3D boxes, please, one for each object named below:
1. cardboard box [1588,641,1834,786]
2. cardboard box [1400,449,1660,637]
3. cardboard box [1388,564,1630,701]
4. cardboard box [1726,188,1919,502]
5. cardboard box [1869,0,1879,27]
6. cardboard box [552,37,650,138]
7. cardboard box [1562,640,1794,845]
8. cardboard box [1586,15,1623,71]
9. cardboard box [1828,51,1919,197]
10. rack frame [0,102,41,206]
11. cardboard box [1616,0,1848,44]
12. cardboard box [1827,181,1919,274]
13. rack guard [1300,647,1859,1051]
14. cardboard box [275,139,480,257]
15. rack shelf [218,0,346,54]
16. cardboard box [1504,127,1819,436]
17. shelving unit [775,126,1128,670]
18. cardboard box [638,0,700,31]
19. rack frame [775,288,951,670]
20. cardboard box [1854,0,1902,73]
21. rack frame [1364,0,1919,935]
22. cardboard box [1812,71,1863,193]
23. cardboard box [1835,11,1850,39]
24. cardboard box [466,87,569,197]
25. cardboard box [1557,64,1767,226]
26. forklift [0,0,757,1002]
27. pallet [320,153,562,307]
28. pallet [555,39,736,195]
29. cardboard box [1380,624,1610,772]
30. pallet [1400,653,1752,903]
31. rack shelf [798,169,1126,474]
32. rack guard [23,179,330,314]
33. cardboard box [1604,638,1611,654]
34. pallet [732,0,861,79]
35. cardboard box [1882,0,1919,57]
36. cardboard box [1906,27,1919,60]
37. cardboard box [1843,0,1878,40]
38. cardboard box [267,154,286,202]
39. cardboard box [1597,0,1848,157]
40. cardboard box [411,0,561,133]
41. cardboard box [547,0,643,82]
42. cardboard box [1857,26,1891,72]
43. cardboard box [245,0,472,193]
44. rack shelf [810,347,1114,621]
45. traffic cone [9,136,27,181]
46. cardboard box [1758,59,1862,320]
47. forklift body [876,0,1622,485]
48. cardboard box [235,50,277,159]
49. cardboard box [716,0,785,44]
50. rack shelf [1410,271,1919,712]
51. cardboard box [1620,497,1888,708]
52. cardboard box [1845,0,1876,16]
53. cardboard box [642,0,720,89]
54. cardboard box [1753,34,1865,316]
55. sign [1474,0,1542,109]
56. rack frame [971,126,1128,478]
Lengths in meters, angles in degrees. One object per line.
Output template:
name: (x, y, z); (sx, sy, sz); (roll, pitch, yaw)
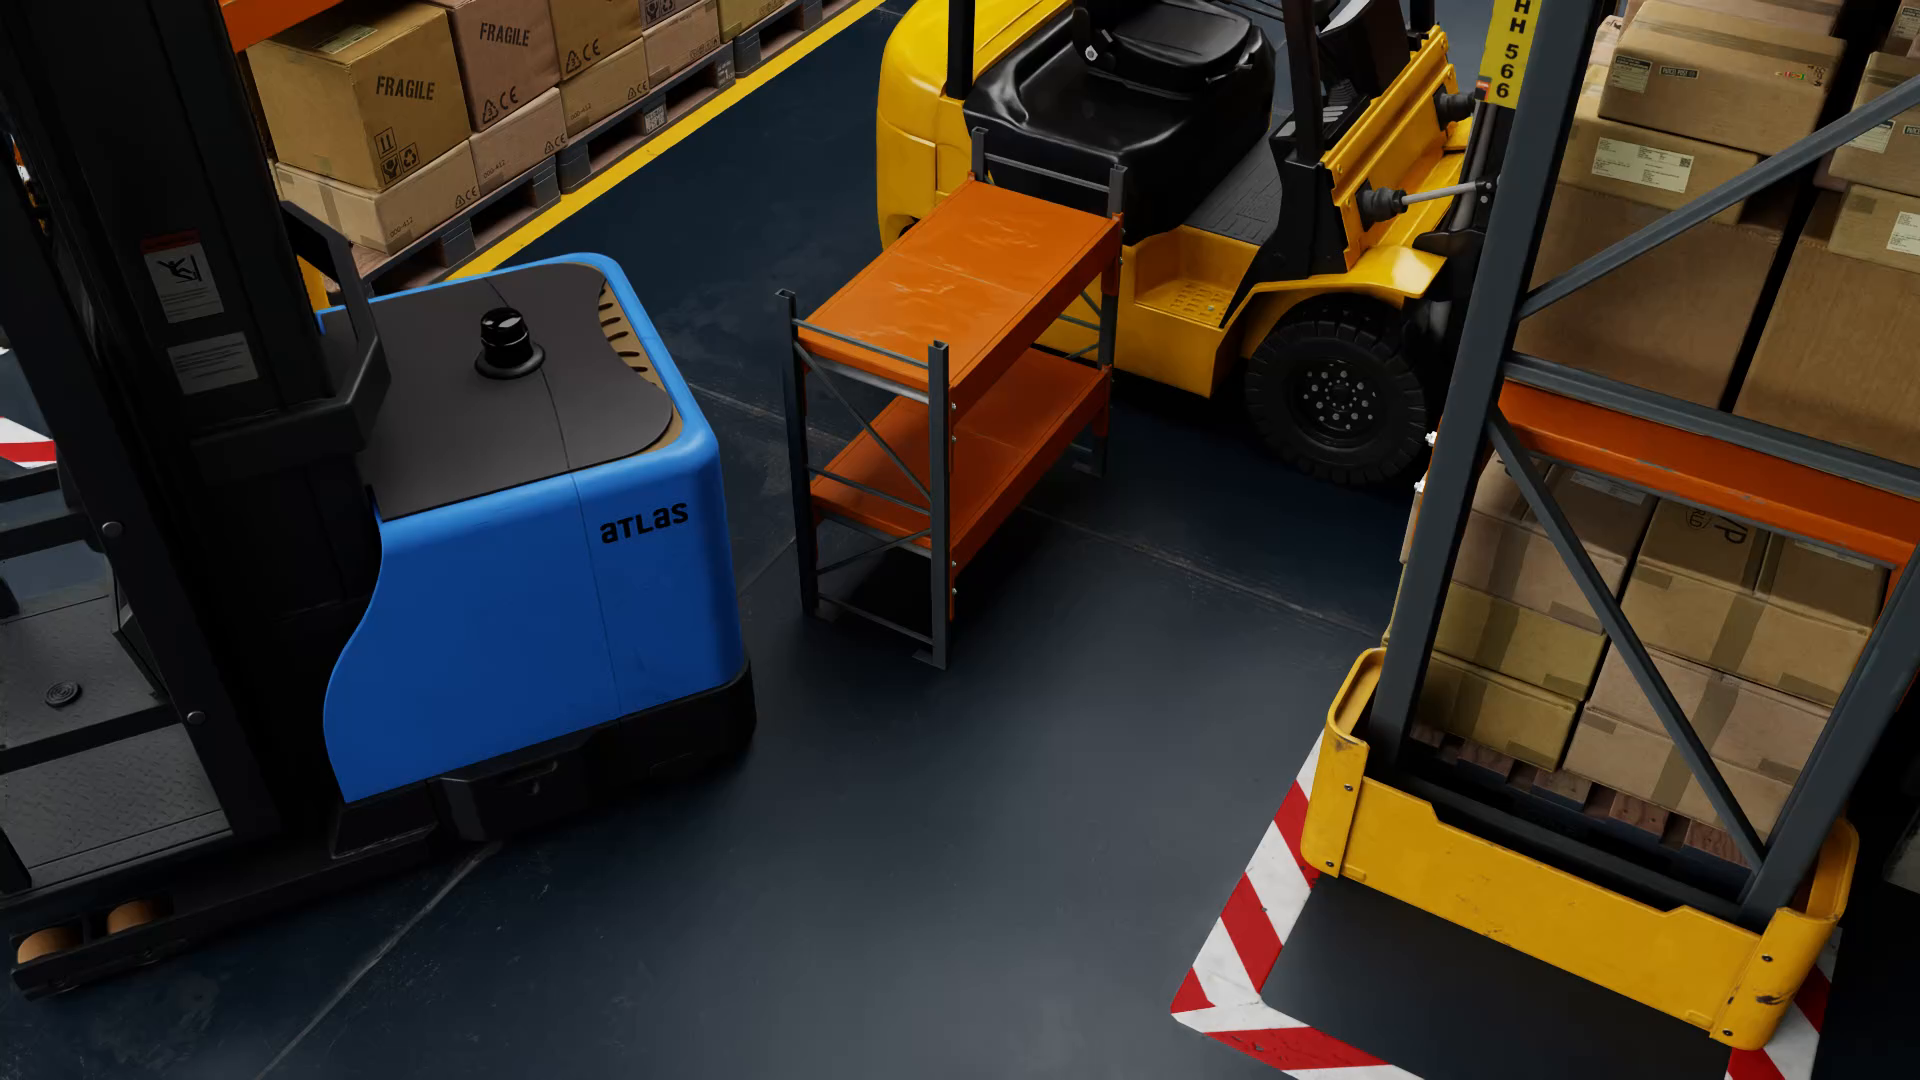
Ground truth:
cardboard box: (1.881, 0.267, 4.062); (0.500, 0.250, 0.500); (22, 46, 23)
cardboard box: (1.426, -0.087, 4.086); (0.500, 0.250, 0.500); (22, 46, 23)
cardboard box: (1.439, 0.085, 4.268); (0.500, 0.250, 0.500); (20, 45, 22)
cardboard box: (1.954, -0.449, 3.414); (0.500, 0.500, 0.500); (22, 46, 23)
cardboard box: (2.521, -1.785, 4.931); (0.500, 0.500, 0.500); (20, 45, 22)
cardboard box: (-1.666, -1.961, 6.970); (0.500, 0.250, 0.500); (24, 47, 25)
cardboard box: (1.881, 0.438, 4.245); (0.500, 0.250, 0.500); (21, 46, 22)
cardboard box: (1.499, -0.948, 3.490); (0.380, 0.149, 0.250); (22, 46, 23)
cardboard box: (1.819, -0.734, 3.022); (0.380, 0.149, 0.250); (20, 45, 21)
rack frame: (-2.833, -1.859, 5.091); (1.000, 3.000, 0.127); (21, 45, 22)
cardboard box: (1.559, -1.038, 3.368); (0.380, 0.149, 0.250); (21, 46, 22)
cardboard box: (1.860, -0.609, 3.105); (0.380, 0.149, 0.250); (20, 45, 21)
rack guard: (1.454, 0.732, 4.040); (1.175, 0.500, 0.348); (21, 45, 22)
cardboard box: (-2.190, -1.355, 6.282); (0.500, 0.250, 0.500); (21, 45, 22)
rack shelf: (-1.833, -2.733, 6.629); (1.077, 0.370, 4.000); (21, 45, 22)
cardboard box: (1.485, -0.626, 3.615); (0.500, 0.500, 0.500); (20, 45, 21)
shelving unit: (0.003, -0.426, 4.883); (0.538, 1.125, 1.048); (21, 45, 22)
cardboard box: (-1.403, -2.544, 7.064); (0.500, 0.500, 0.500); (23, 46, 24)
rack frame: (-0.251, -0.135, 4.552); (0.500, 1.125, 0.032); (21, 45, 22)
cardboard box: (2.444, -1.043, 4.090); (0.500, 0.500, 0.500); (20, 45, 22)
rack frame: (1.466, -0.220, 3.230); (1.000, 3.000, 0.127); (21, 45, 22)
cardboard box: (1.929, -0.771, 3.290); (0.380, 0.149, 0.250); (21, 45, 22)
cardboard box: (1.816, -1.214, 3.792); (0.380, 0.149, 0.250); (21, 45, 22)
cardboard box: (-1.928, -1.644, 6.610); (0.500, 0.250, 0.500); (23, 46, 24)
cardboard box: (1.397, -0.792, 3.313); (0.380, 0.149, 0.250); (22, 46, 23)
forklift: (-2.120, -0.407, 3.495); (3.031, 2.935, 1.130); (-17, 44, -18)
pallet: (-2.358, -1.309, 6.577); (1.003, 0.211, 1.213); (21, 45, 22)
pallet: (-1.747, -2.005, 7.367); (1.003, 0.211, 1.213); (21, 45, 22)
cardboard box: (1.428, 0.281, 4.424); (0.500, 0.250, 0.500); (21, 46, 22)
pallet: (1.812, 0.375, 4.664); (1.003, 0.211, 1.213); (21, 45, 22)
rack shelf: (0.003, -0.646, 4.689); (0.538, 0.278, 1.000); (21, 45, 22)
rack guard: (-2.795, -0.964, 5.967); (1.175, 0.500, 0.348); (21, 45, 22)
cardboard box: (1.685, 0.000, 4.743); (0.500, 0.250, 0.500); (21, 45, 22)
pallet: (-1.137, -2.705, 8.162); (1.003, 0.211, 1.213); (21, 45, 22)
cardboard box: (2.099, -1.028, 3.356); (0.380, 0.149, 0.250); (22, 46, 23)
cardboard box: (2.006, -0.865, 3.171); (0.380, 0.149, 0.250); (22, 46, 23)
cardboard box: (2.009, -1.213, 4.282); (0.500, 0.500, 0.500); (20, 45, 21)
cardboard box: (-2.650, -1.550, 6.503); (0.500, 0.250, 0.500); (21, 45, 22)
cardboard box: (1.463, -0.887, 3.196); (0.380, 0.149, 0.250); (21, 46, 22)
cardboard box: (-1.921, -1.951, 6.391); (0.500, 0.500, 0.500); (19, 45, 21)
cardboard box: (-1.663, -2.235, 6.714); (0.500, 0.500, 0.500); (22, 46, 23)
cardboard box: (2.061, -0.914, 3.452); (0.380, 0.149, 0.250); (20, 45, 21)
cardboard box: (-2.179, -1.650, 6.049); (0.500, 0.500, 0.500); (19, 45, 21)
rack shelf: (0.003, -0.243, 5.044); (0.538, 0.278, 1.000); (21, 45, 22)
traffic cone: (-3.735, -1.580, 6.694); (0.336, 0.463, 0.334); (21, 45, 22)
cardboard box: (2.196, -0.754, 3.761); (0.500, 0.500, 0.500); (22, 46, 23)
forklift body: (0.835, -1.589, 5.427); (2.313, 2.155, 1.214); (21, 45, 22)
cardboard box: (-2.658, -1.811, 6.232); (0.500, 0.500, 0.500); (21, 46, 22)
cardboard box: (-1.153, -2.538, 7.625); (0.500, 0.250, 0.500); (20, 45, 21)
rack shelf: (2.467, -1.094, 4.767); (1.077, 0.370, 4.000); (21, 45, 22)
cardboard box: (1.870, 0.067, 3.910); (0.500, 0.250, 0.500); (20, 45, 21)
cardboard box: (1.856, -1.315, 3.682); (0.380, 0.149, 0.250); (21, 46, 22)
cardboard box: (-1.411, -2.249, 7.297); (0.500, 0.250, 0.500); (22, 46, 23)
cardboard box: (1.753, -0.919, 3.949); (0.500, 0.500, 0.500); (22, 46, 23)
sign: (1.003, -0.930, 2.982); (0.100, 0.325, 0.005); (21, 45, 22)
rack frame: (0.258, -0.717, 5.213); (0.500, 1.125, 0.032); (21, 45, 22)
